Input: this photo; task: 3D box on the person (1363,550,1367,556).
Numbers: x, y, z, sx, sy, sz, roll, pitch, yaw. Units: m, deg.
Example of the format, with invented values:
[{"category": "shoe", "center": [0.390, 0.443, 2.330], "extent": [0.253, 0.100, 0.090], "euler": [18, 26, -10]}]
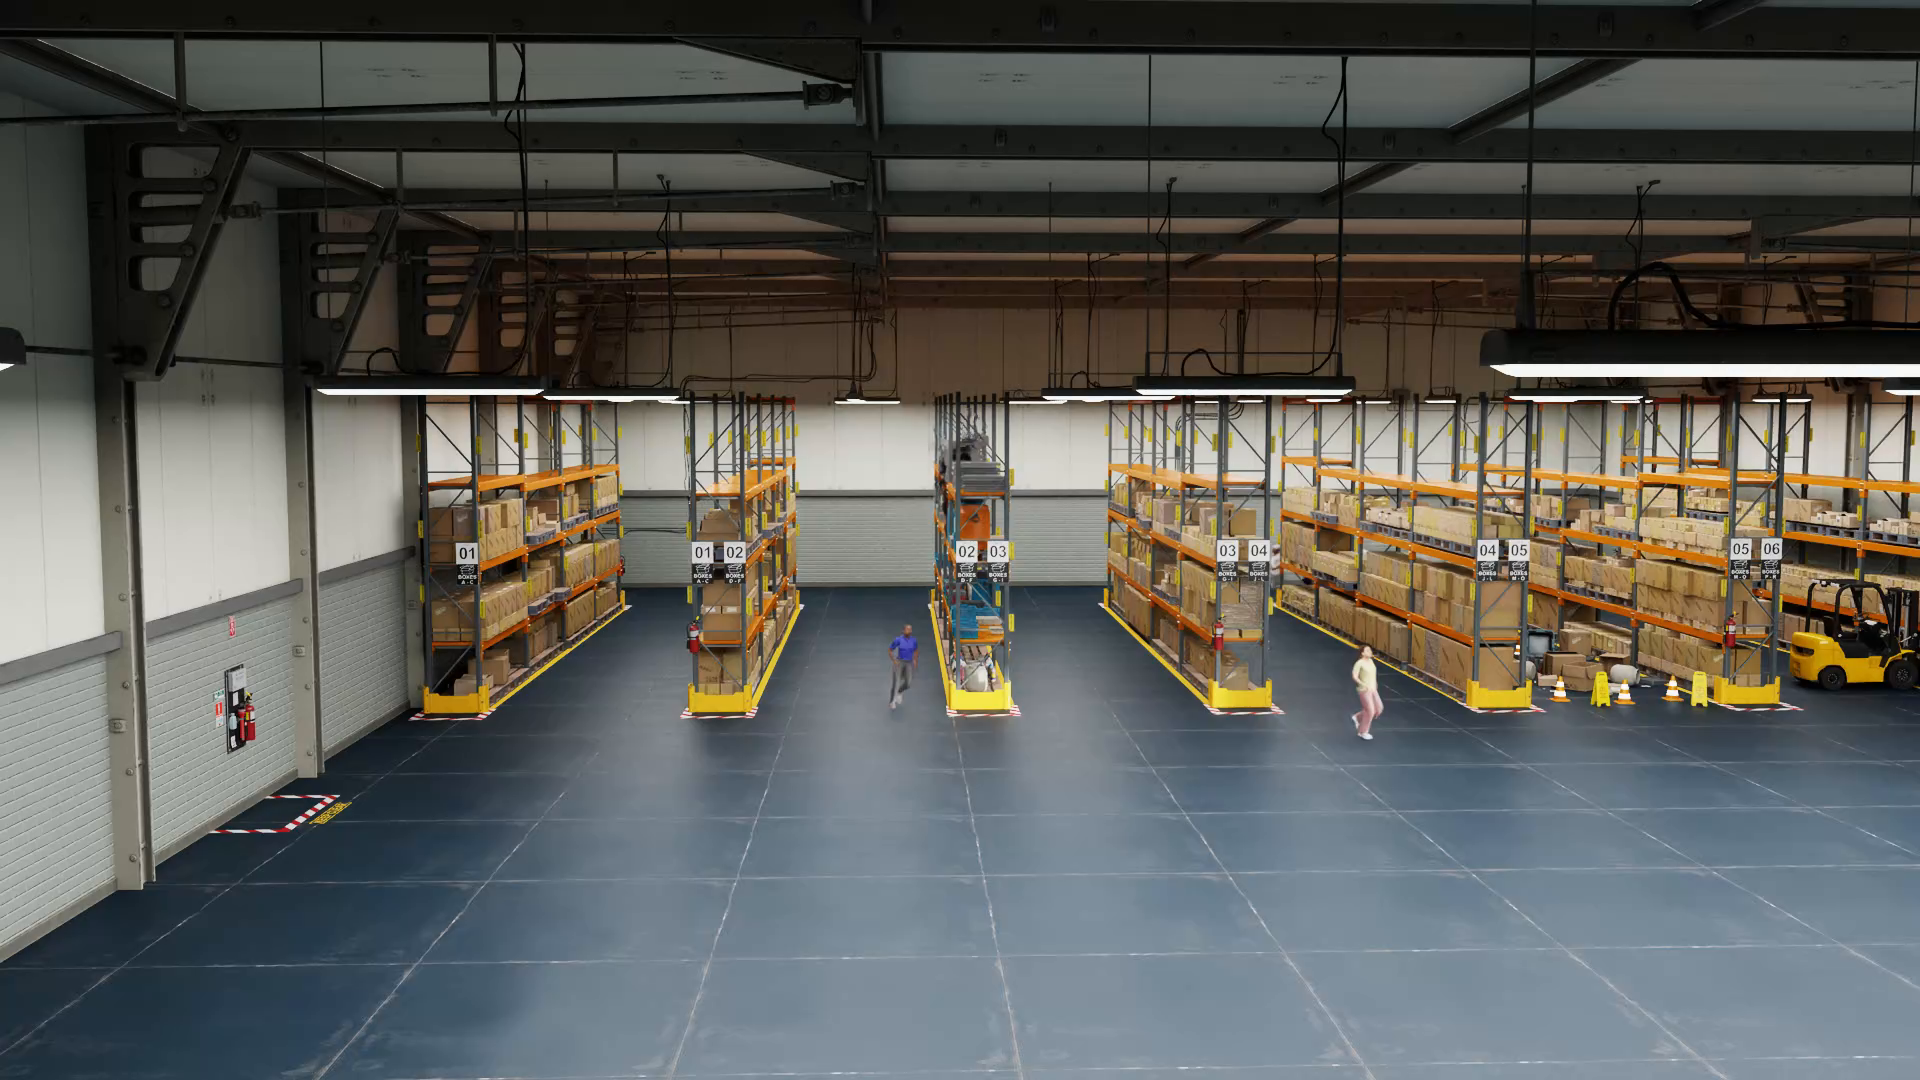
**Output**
[{"category": "person", "center": [11.188, 1.154, 46.131], "extent": [0.669, 1.756, 0.682], "euler": [0, 5, -2]}]

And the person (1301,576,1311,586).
[{"category": "person", "center": [10.236, 1.015, 49.047], "extent": [0.517, 1.555, 0.719], "euler": [4, 6, 39]}]

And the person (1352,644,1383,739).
[{"category": "person", "center": [7.030, 2.611, 28.779], "extent": [0.584, 1.633, 0.535], "euler": [-4, 6, -42]}]

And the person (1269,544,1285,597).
[{"category": "person", "center": [9.222, 0.969, 48.588], "extent": [0.869, 1.734, 0.747], "euler": [-1, 5, -11]}]

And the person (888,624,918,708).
[{"category": "person", "center": [-1.055, 2.400, 31.672], "extent": [0.632, 1.601, 0.496], "euler": [-2, 5, -18]}]
